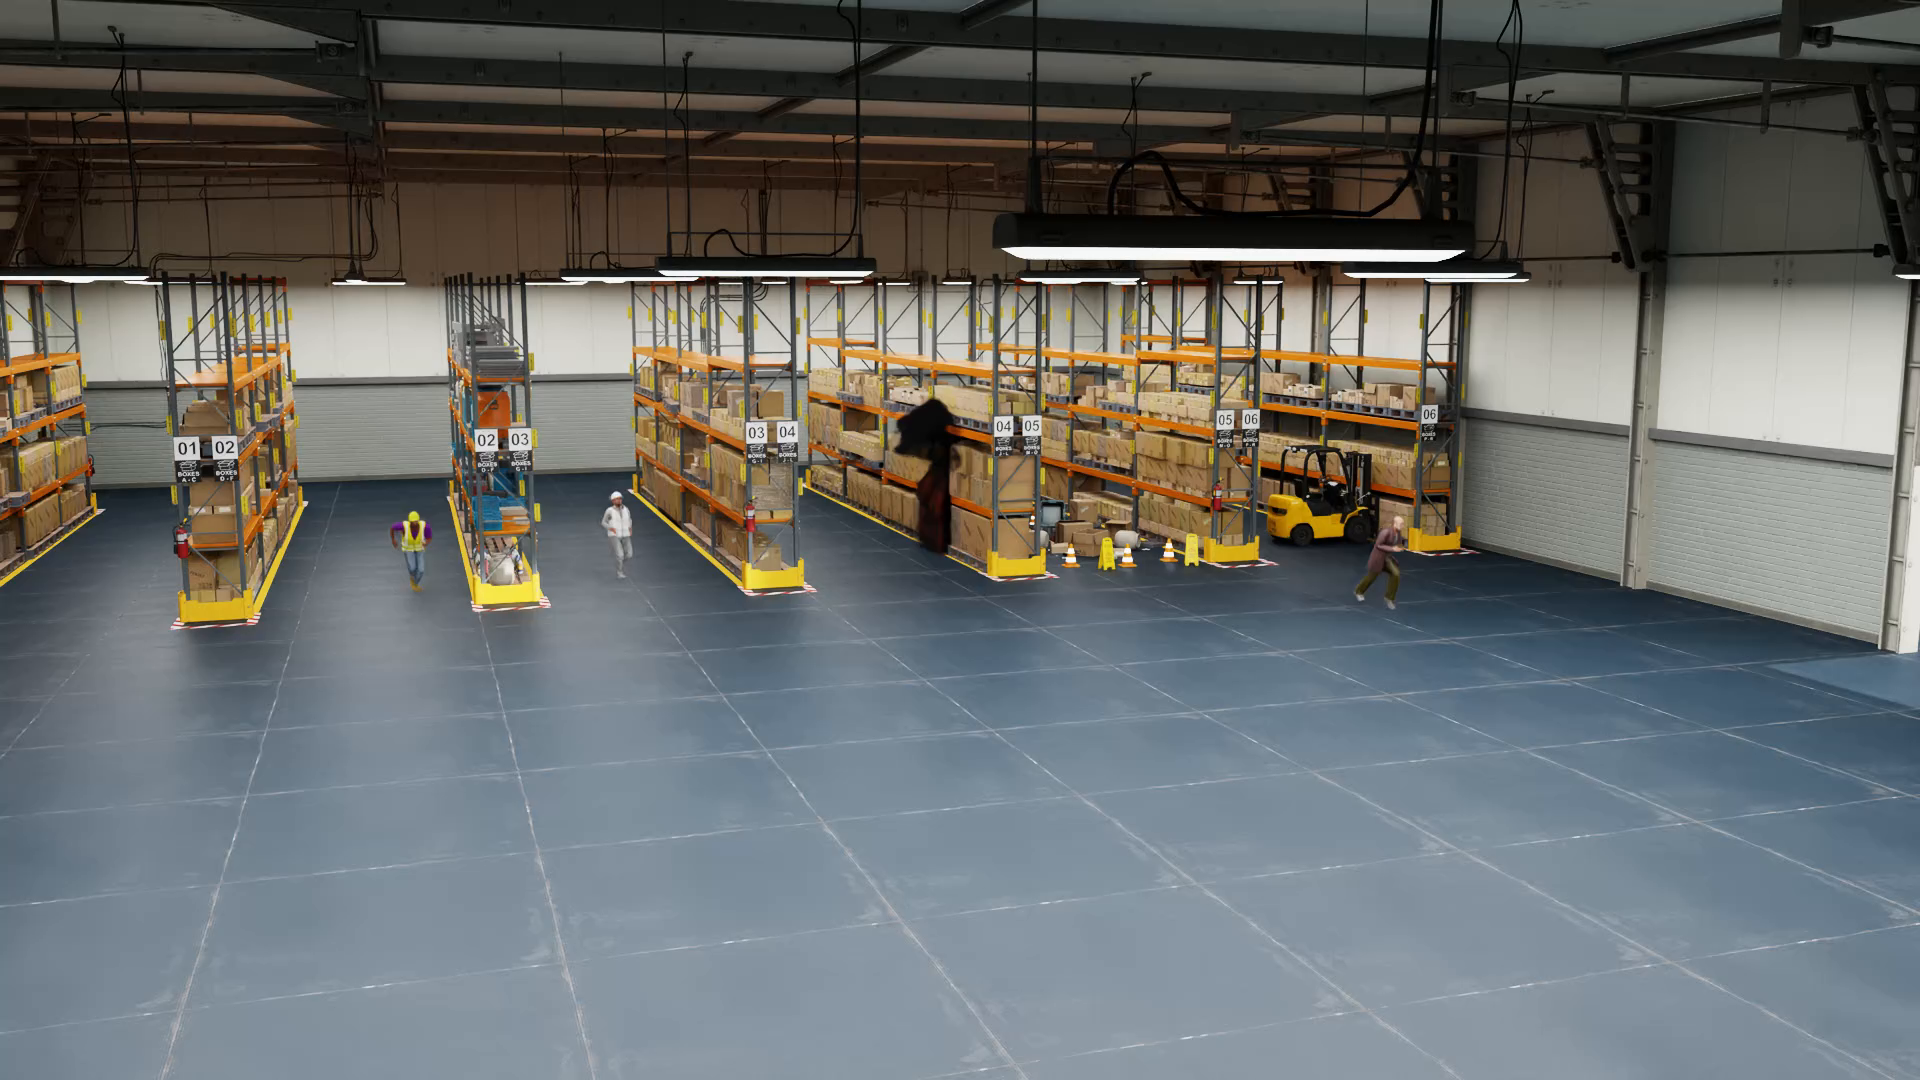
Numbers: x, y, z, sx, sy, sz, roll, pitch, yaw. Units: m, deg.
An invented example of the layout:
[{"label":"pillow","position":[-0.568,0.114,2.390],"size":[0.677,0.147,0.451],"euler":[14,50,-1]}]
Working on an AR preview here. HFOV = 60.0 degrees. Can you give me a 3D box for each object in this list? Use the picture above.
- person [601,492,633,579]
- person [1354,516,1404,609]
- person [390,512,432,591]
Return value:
[{"label":"person","position":[-6.774,-0.096,33.004],"size":[0.655,1.722,0.609],"euler":[-6,11,-37]},{"label":"person","position":[7.613,0.395,30.121],"size":[0.753,1.738,1.069],"euler":[-7,11,-39]},{"label":"person","position":[-10.346,0.223,31.385],"size":[0.736,1.579,0.843],"euler":[-4,9,-23]}]
